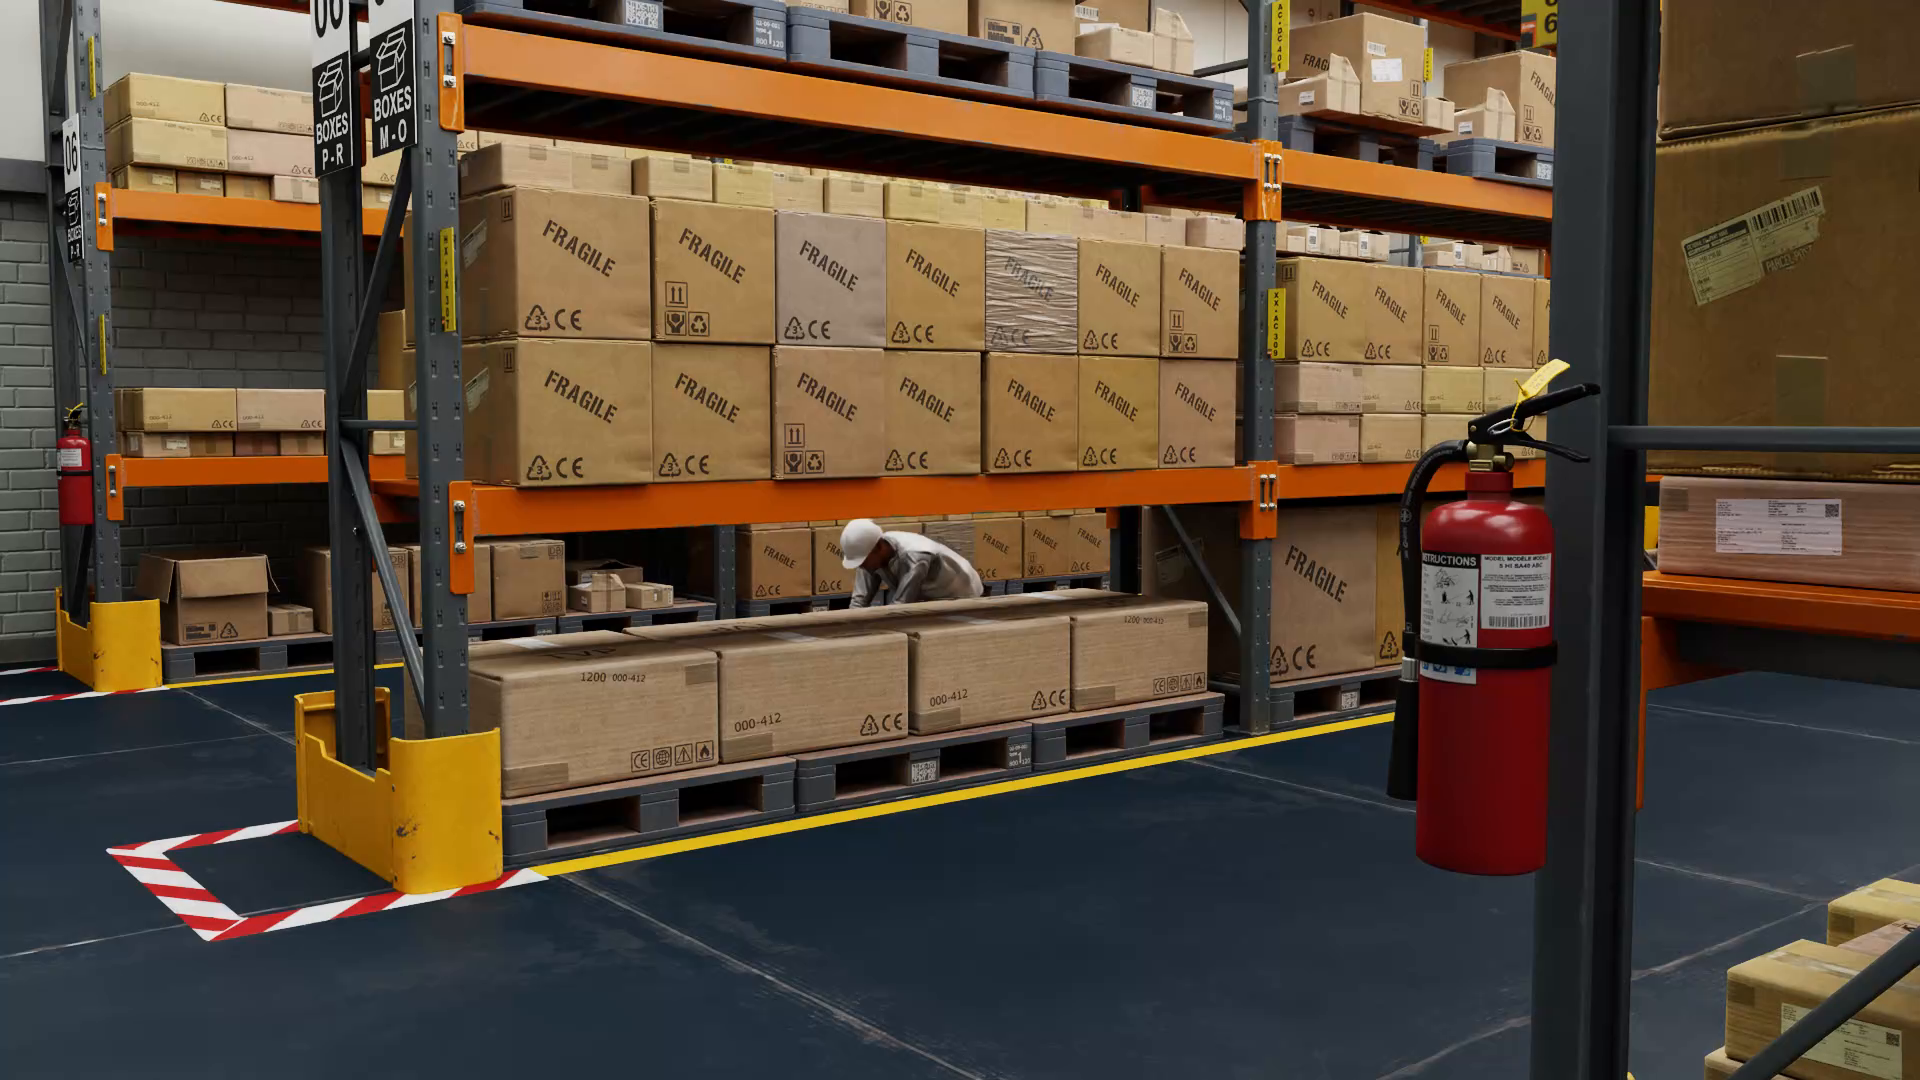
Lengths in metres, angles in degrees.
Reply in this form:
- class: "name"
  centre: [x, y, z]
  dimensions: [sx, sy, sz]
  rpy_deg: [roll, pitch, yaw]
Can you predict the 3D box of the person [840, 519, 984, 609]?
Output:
- class: "person"
  centre: [-0.291, 0.364, 9.192]
  dimensions: [0.924, 1.000, 0.507]
  rpy_deg: [-4, 6, -41]
